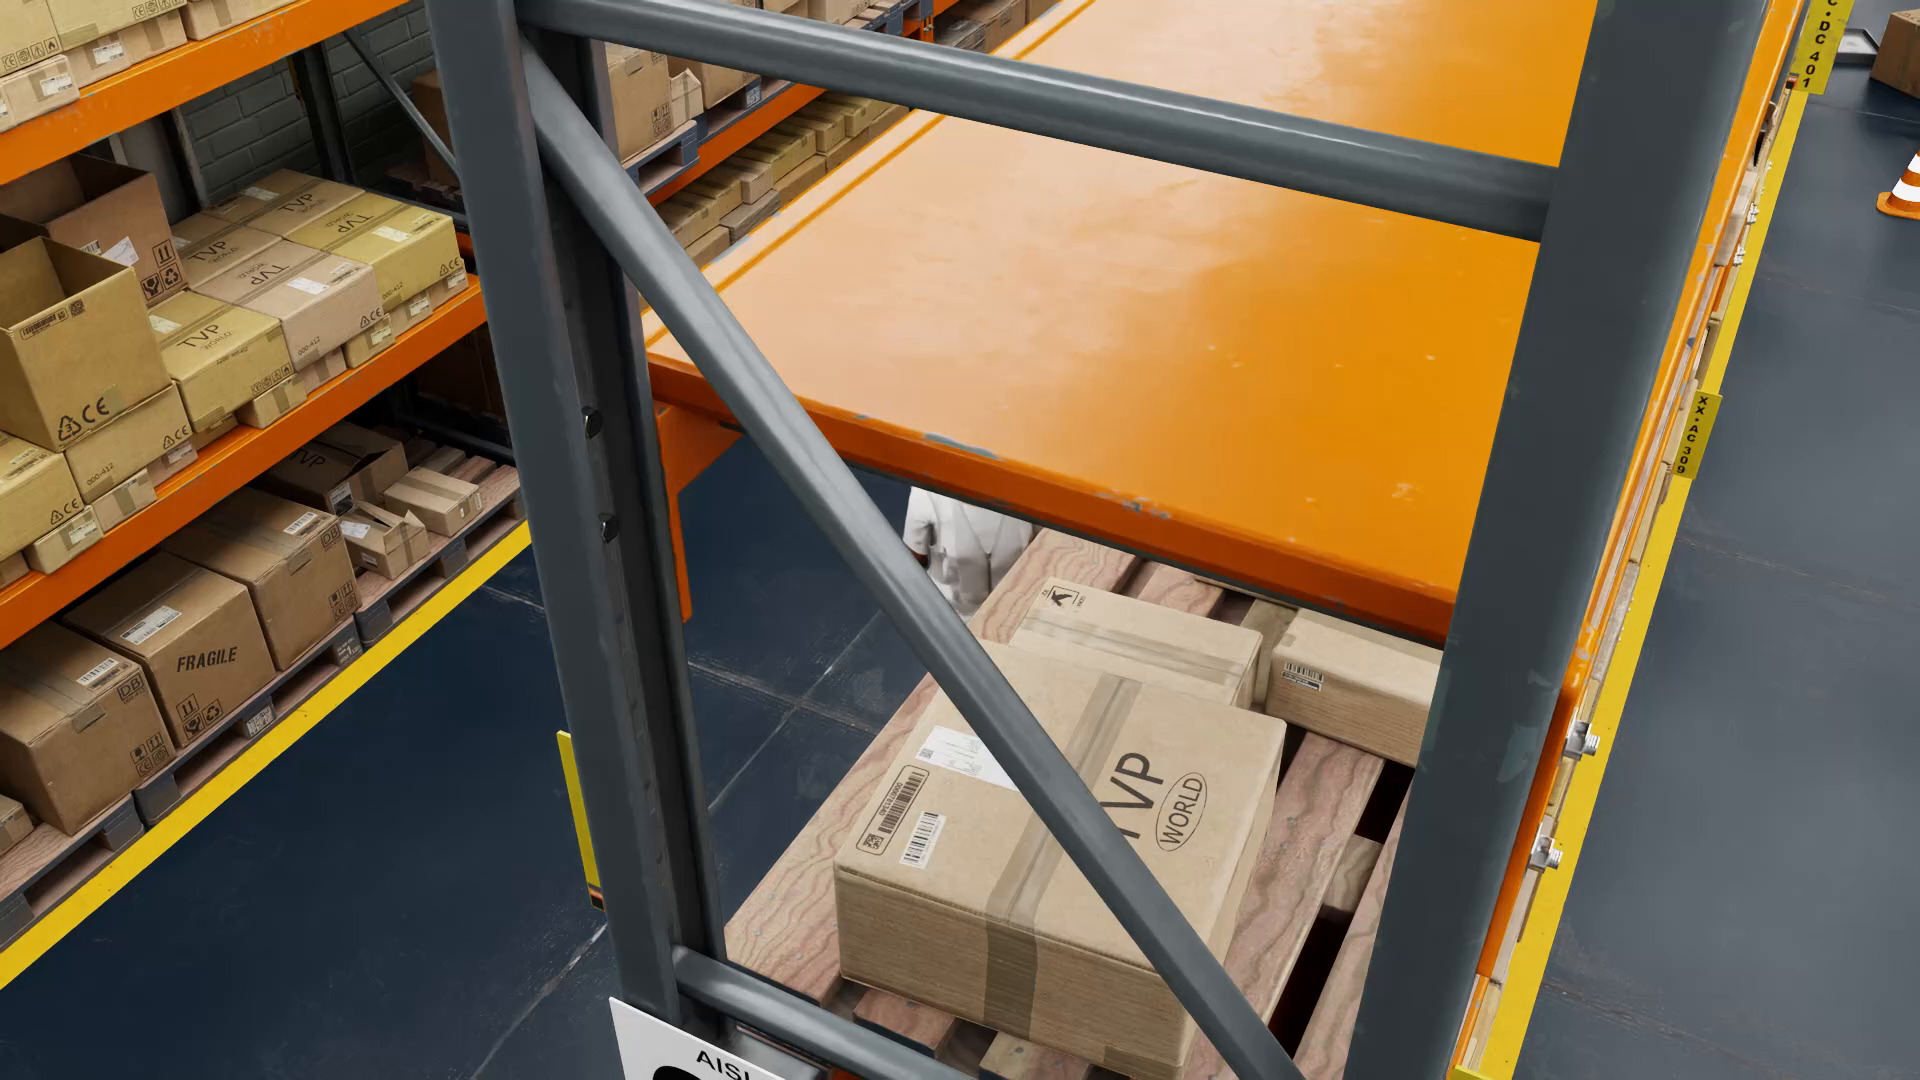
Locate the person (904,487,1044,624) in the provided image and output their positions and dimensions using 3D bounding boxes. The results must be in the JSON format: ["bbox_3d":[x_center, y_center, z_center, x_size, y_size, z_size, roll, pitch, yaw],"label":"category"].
[{"bbox_3d":[0.098,0.276,6.367,0.575,1.764,0.703,-10,39,-12],"label":"person"}]
